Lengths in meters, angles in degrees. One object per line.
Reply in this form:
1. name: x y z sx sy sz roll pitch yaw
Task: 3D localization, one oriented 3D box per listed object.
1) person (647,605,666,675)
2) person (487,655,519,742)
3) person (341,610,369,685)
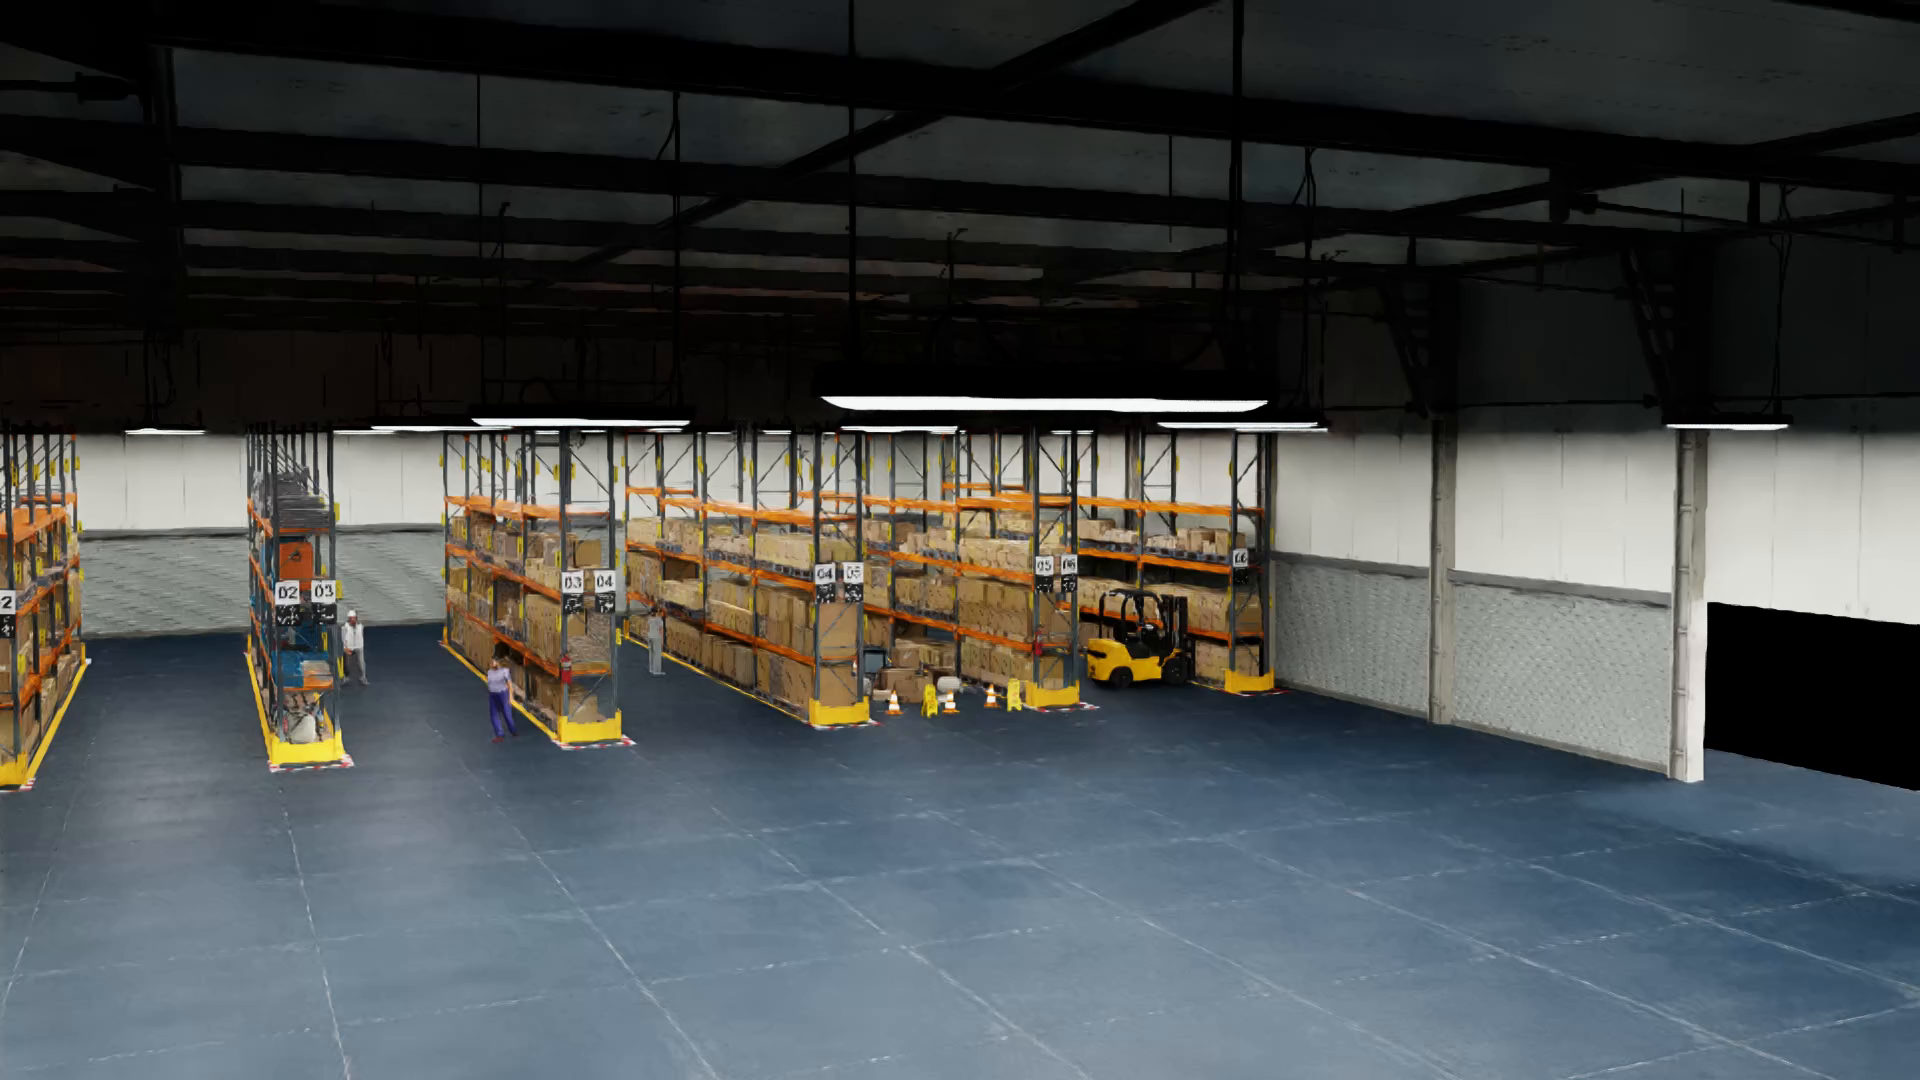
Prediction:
1. person: -7.275 2.381 39.868 0.496 1.677 0.431 2 4 34
2. person: -8.601 2.955 31.277 0.546 1.634 0.552 1 4 12
3. person: -13.970 2.465 38.275 0.538 1.715 1.029 -2 4 -33
